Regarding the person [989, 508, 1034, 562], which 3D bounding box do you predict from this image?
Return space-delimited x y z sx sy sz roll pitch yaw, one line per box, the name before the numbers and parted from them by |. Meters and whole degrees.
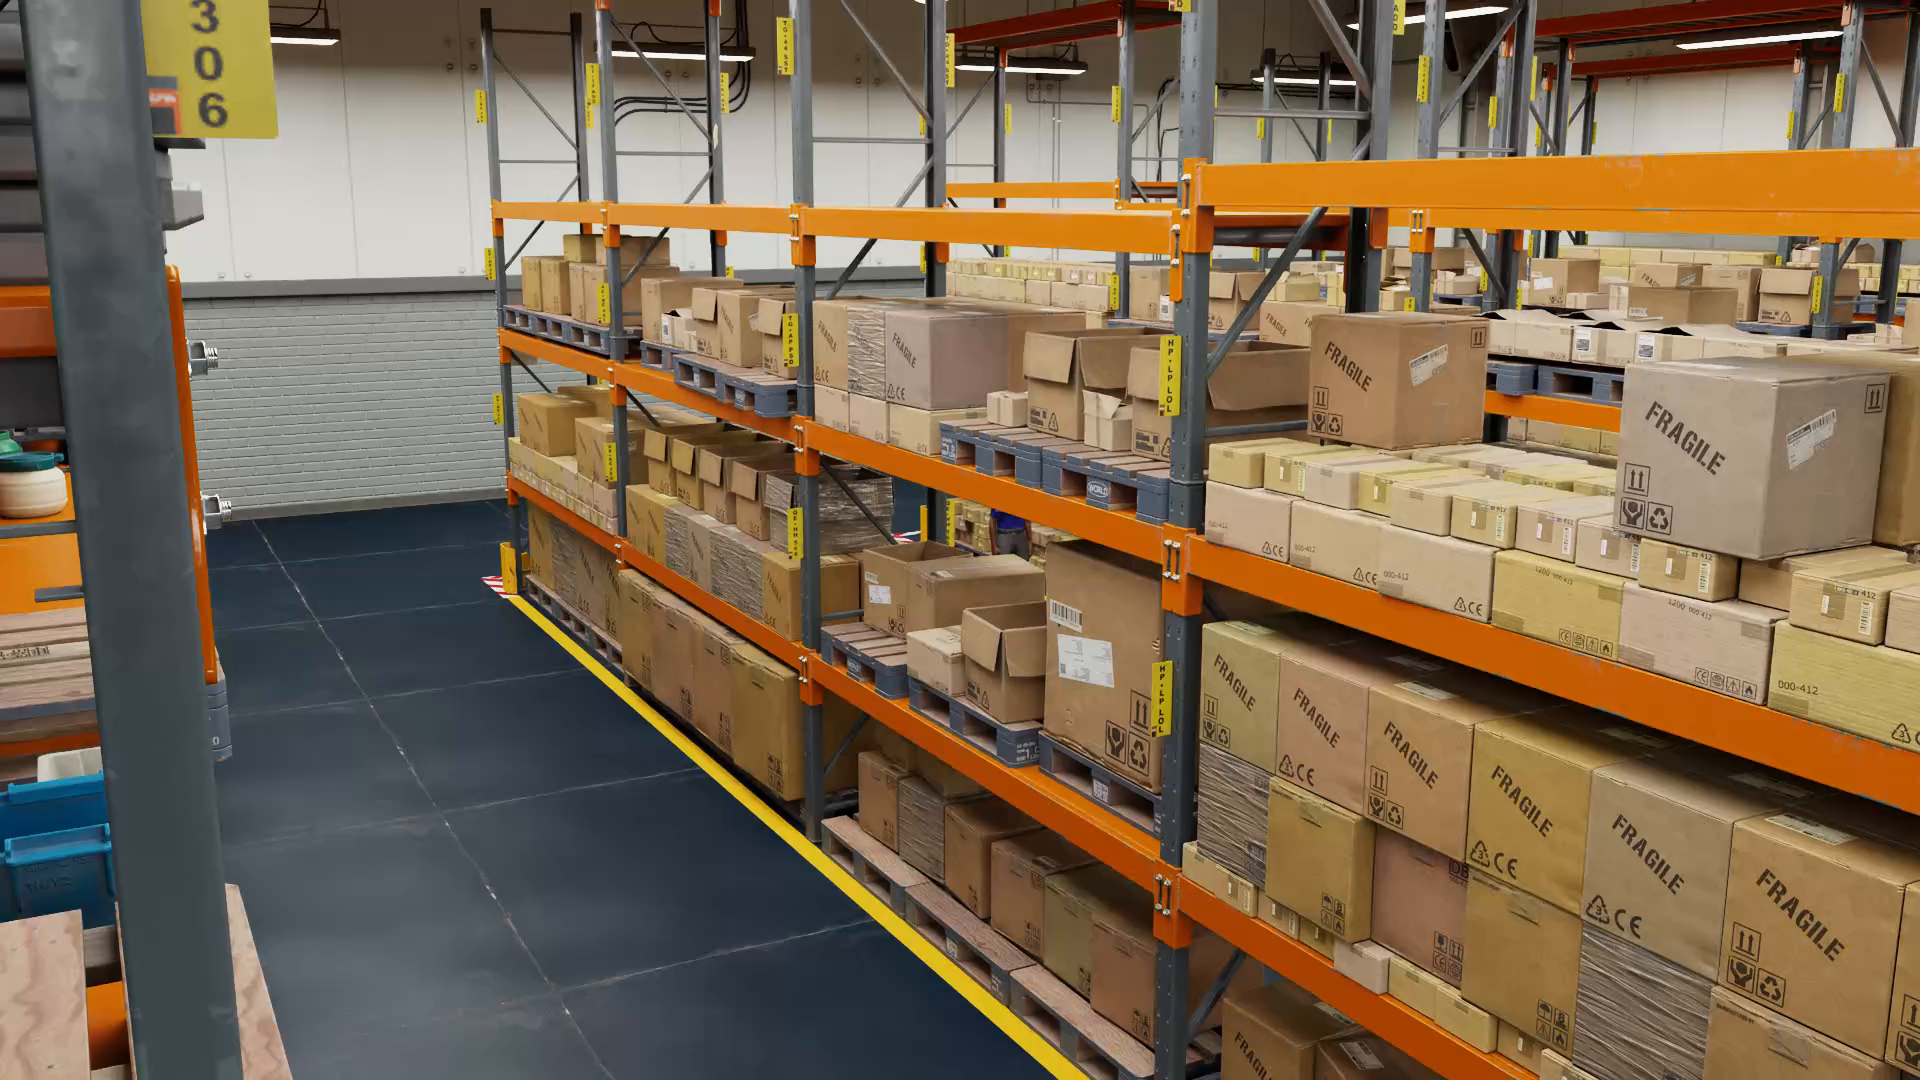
person | 0.499 0.053 16.213 0.512 1.654 0.346 -8 14 -33
